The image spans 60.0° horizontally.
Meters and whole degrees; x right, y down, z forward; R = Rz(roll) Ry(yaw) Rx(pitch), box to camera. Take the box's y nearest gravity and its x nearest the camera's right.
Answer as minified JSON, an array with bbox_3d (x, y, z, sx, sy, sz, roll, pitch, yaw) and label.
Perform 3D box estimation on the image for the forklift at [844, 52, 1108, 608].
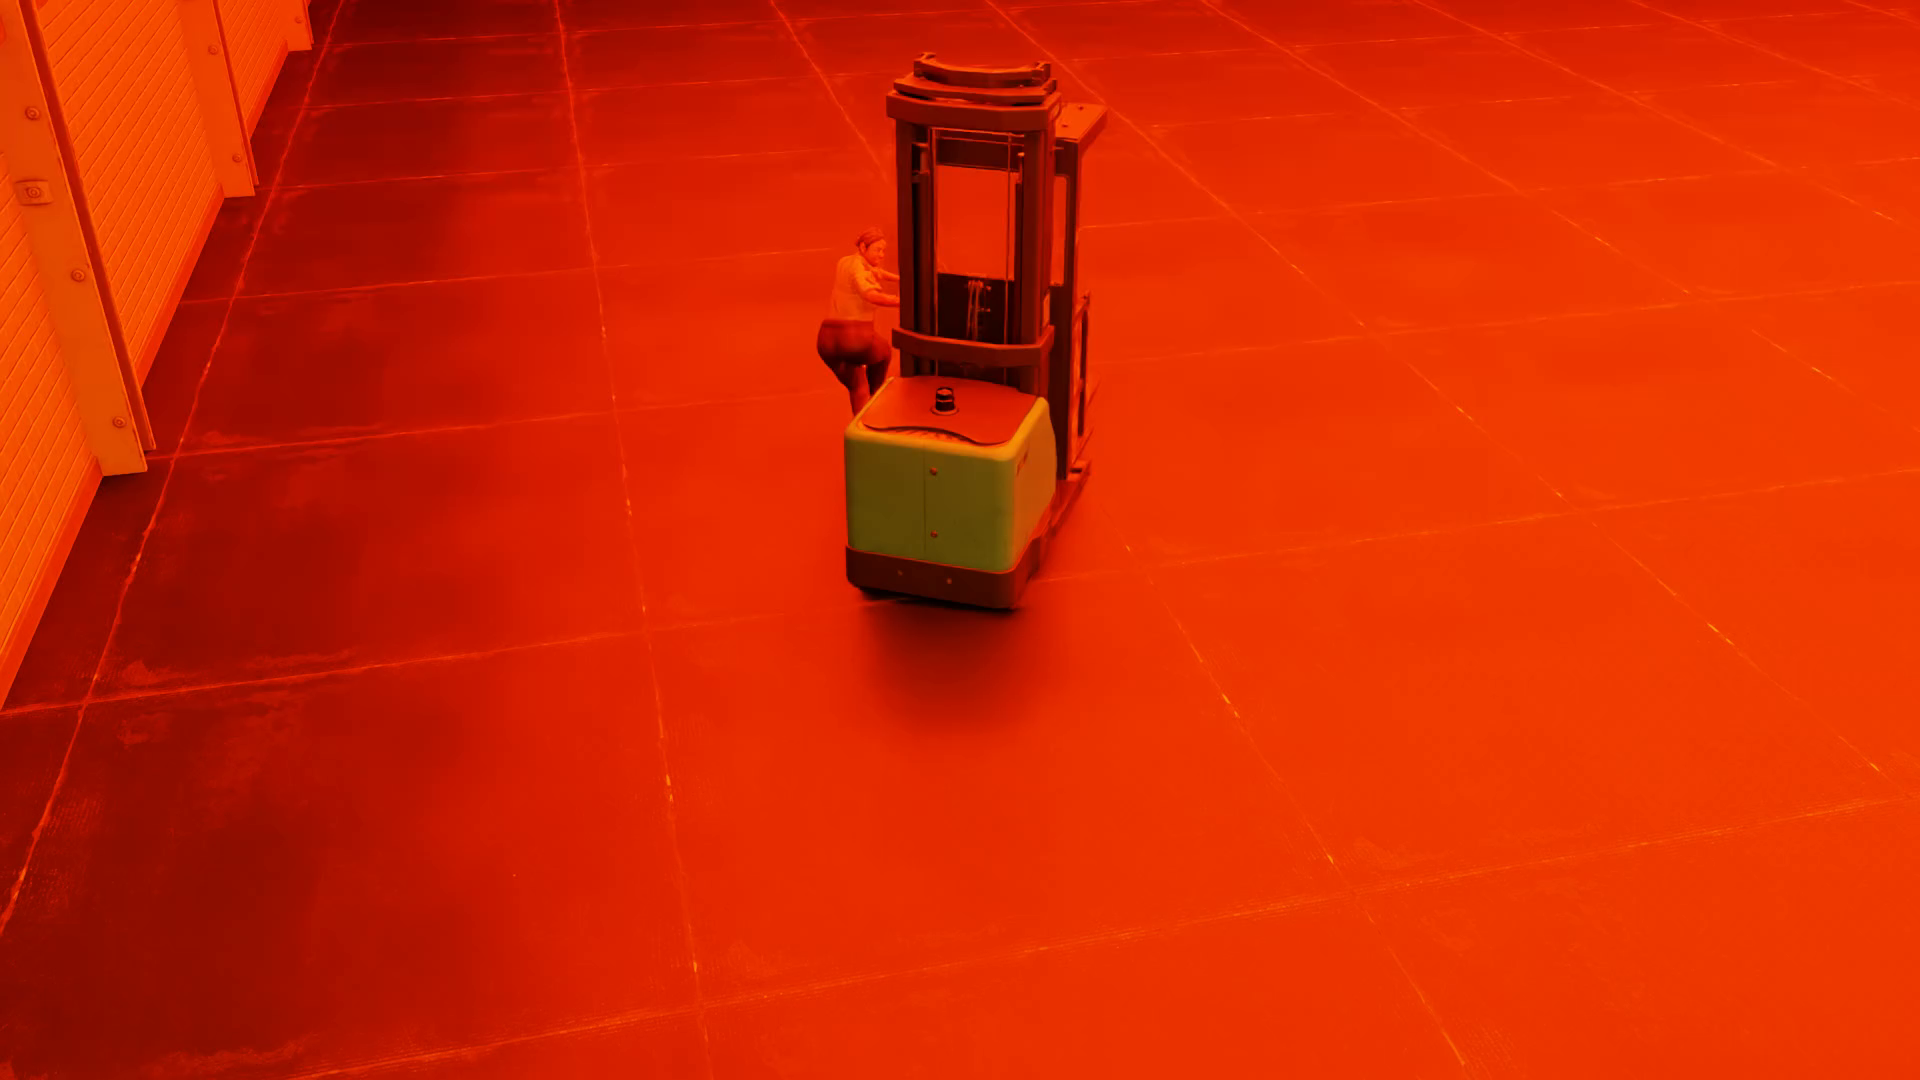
[{"bbox_3d":[0.249,-1.596,10.332,1.130,2.935,3.031,9,31,15],"label":"forklift"}]

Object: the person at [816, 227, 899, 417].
[{"bbox_3d":[-0.482,-1.405,11.320,0.836,1.428,1.066,19,35,29],"label":"person"}]
